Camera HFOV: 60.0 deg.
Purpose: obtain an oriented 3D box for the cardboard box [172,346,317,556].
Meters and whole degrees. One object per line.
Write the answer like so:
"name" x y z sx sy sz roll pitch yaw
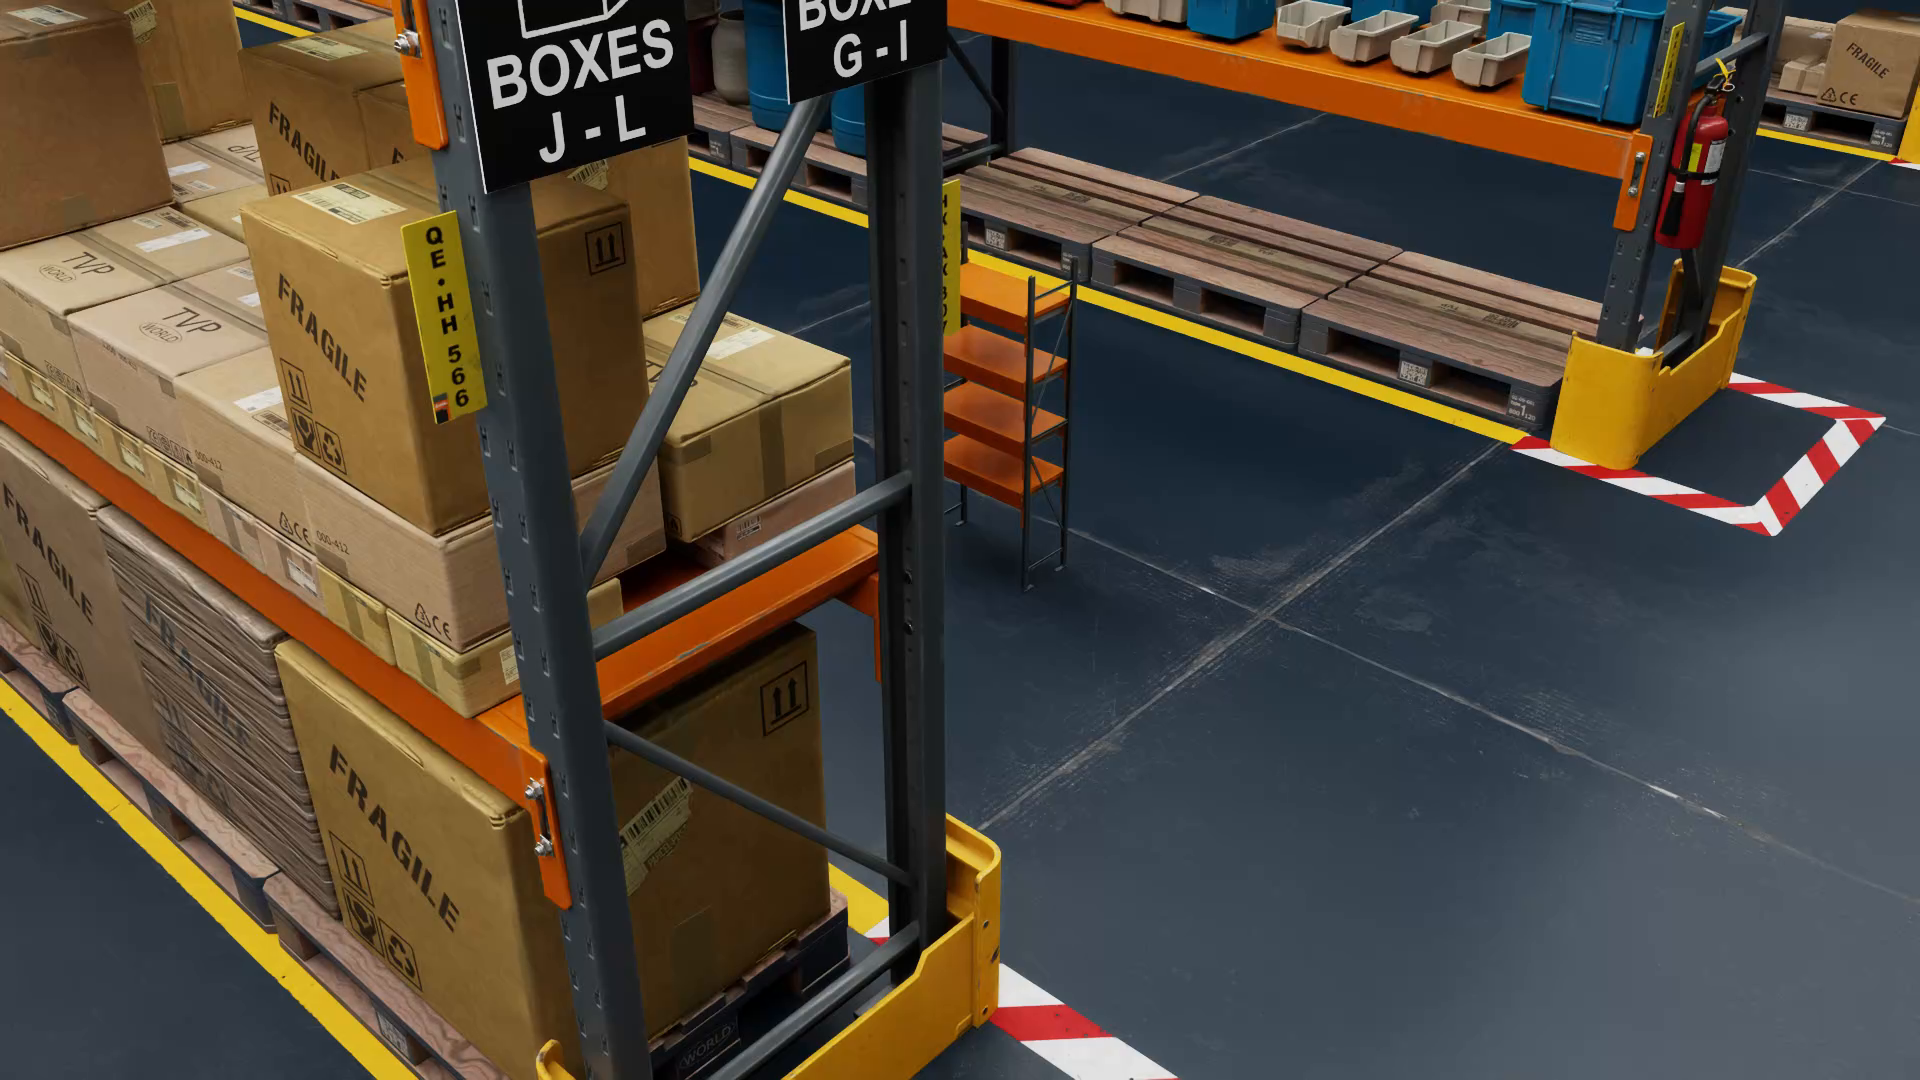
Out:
"cardboard box" -1.324 -0.249 3.612 0.500 0.250 0.500 24 39 34

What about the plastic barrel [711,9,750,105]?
"plastic barrel" -1.329 -3.005 10.339 0.421 0.512 0.421 0 31 0

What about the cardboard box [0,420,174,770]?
"cardboard box" -2.274 -0.027 5.039 0.875 0.875 0.875 25 39 35

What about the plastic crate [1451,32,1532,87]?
"plastic crate" 2.186 -1.963 6.800 0.243 0.136 0.396 25 39 35

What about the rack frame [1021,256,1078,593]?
"rack frame" 0.304 -0.372 5.705 0.015 1.200 0.240 25 39 35

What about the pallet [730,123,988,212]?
"pallet" -0.597 -2.310 9.882 1.213 0.211 1.003 25 39 35

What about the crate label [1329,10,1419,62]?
"crate label" 1.758 -2.156 7.120 0.243 0.136 0.396 25 39 35

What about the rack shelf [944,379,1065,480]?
"rack shelf" 0.123 -0.399 5.880 0.480 0.148 0.258 25 39 35

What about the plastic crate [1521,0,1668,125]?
"plastic crate" 2.539 -1.923 6.443 0.499 0.435 0.616 25 39 35

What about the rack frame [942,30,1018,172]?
"rack frame" -0.053 -3.222 8.693 0.127 3.000 1.000 25 39 35

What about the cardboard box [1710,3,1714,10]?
"cardboard box" 4.670 -3.585 11.291 0.637 0.503 0.797 25 39 35

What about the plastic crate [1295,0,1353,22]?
"plastic crate" 1.752 -2.562 7.702 0.300 0.233 0.416 25 39 35

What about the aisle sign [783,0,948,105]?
"aisle sign" -0.156 -1.147 2.726 0.004 0.787 0.394 25 39 35

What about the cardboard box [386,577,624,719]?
"cardboard box" -0.896 0.167 3.308 0.250 0.149 0.380 26 40 36

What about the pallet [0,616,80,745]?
"pallet" -2.866 0.160 5.779 1.213 0.211 1.003 25 39 35

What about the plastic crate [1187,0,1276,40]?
"plastic crate" 1.218 -2.404 7.439 0.300 0.233 0.416 25 39 35

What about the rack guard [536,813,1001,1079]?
"rack guard" -0.393 1.136 3.878 0.348 0.500 1.175 25 39 35

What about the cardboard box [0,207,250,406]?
"cardboard box" -2.091 -0.603 4.201 0.500 0.250 0.500 25 39 35

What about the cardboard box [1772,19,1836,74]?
"cardboard box" 5.656 -3.210 10.914 0.500 0.250 0.500 25 39 35

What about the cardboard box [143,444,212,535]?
"cardboard box" -1.654 -0.186 3.894 0.250 0.149 0.380 24 39 34

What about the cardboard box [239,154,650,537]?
"cardboard box" -0.949 -0.396 3.129 0.500 0.500 0.500 26 39 36

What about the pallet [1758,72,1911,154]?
"pallet" 5.591 -2.837 10.759 1.213 0.211 1.003 25 39 35

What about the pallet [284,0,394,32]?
"pallet" -4.468 -4.117 12.883 1.213 0.211 1.003 25 39 35

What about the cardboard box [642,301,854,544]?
"cardboard box" -0.586 -0.276 3.657 0.500 0.250 0.500 24 38 34

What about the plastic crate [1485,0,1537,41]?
"plastic crate" 2.462 -2.230 7.151 0.300 0.233 0.416 25 39 35

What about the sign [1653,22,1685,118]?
"sign" 2.555 -1.691 5.993 0.005 0.325 0.100 25 39 35

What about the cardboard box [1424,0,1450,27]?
"cardboard box" 3.439 -3.923 12.039 0.500 0.311 0.500 25 39 35

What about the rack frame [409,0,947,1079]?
"rack frame" -0.411 0.057 3.247 0.127 3.000 1.000 25 39 35

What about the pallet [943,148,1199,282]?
"pallet" 0.518 -1.787 9.014 1.213 0.211 1.003 25 39 35

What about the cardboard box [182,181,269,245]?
"cardboard box" -1.736 -0.807 4.539 0.500 0.250 0.500 24 39 34

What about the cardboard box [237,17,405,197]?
"cardboard box" -1.345 -0.947 4.045 0.500 0.500 0.500 24 38 34

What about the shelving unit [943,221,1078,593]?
"shelving unit" 0.123 -0.457 5.845 0.503 1.200 0.258 25 39 35

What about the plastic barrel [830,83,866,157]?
"plastic barrel" -0.445 -2.697 9.450 0.708 0.901 0.600 25 39 35

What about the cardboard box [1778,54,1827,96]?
"cardboard box" 5.431 -2.973 10.601 0.250 0.166 0.380 25 39 35

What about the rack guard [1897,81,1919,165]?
"rack guard" 6.183 -2.686 10.226 0.348 0.500 1.175 25 39 35

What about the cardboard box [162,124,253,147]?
"cardboard box" -2.488 -1.160 5.126 0.500 0.250 0.500 26 40 36

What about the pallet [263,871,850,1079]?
"pallet" -1.056 1.005 4.377 1.213 0.211 1.003 25 39 35

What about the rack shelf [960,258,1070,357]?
"rack shelf" 0.123 -0.793 5.643 0.480 0.148 0.258 25 39 35

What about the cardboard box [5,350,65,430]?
"cardboard box" -2.224 -0.452 4.335 0.250 0.149 0.380 24 38 34

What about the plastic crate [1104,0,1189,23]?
"plastic crate" 0.955 -2.598 7.713 0.530 0.282 0.437 25 39 35

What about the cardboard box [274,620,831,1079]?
"cardboard box" -0.939 0.596 4.004 0.875 0.875 0.875 25 39 35

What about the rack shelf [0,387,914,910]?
"rack shelf" -1.894 -0.327 4.583 4.000 0.370 1.077 25 39 35
